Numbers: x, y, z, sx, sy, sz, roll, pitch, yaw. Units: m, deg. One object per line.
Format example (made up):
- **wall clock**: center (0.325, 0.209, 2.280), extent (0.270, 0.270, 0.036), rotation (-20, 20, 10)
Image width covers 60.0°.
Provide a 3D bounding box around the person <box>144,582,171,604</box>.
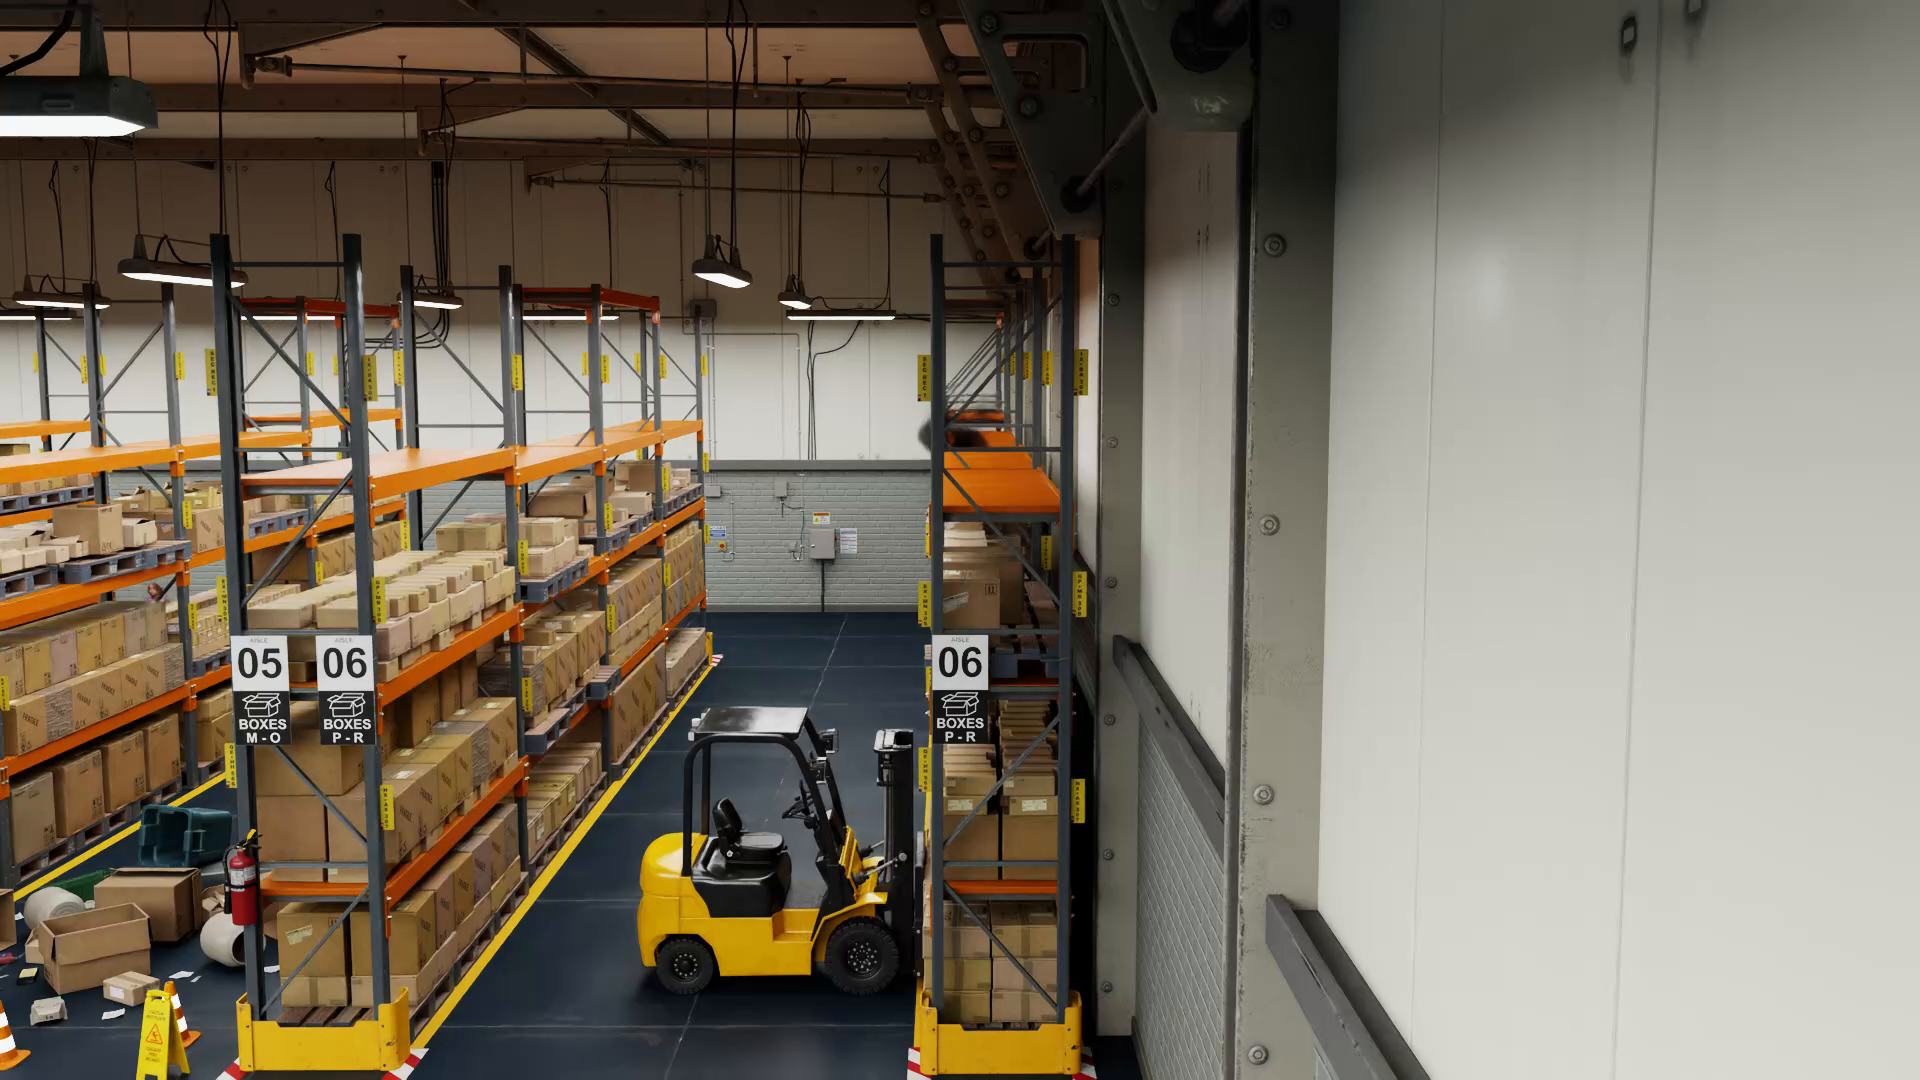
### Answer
- **person**: center (-12.936, 1.453, 26.856), extent (0.559, 1.533, 0.583), rotation (-1, 6, -11)
